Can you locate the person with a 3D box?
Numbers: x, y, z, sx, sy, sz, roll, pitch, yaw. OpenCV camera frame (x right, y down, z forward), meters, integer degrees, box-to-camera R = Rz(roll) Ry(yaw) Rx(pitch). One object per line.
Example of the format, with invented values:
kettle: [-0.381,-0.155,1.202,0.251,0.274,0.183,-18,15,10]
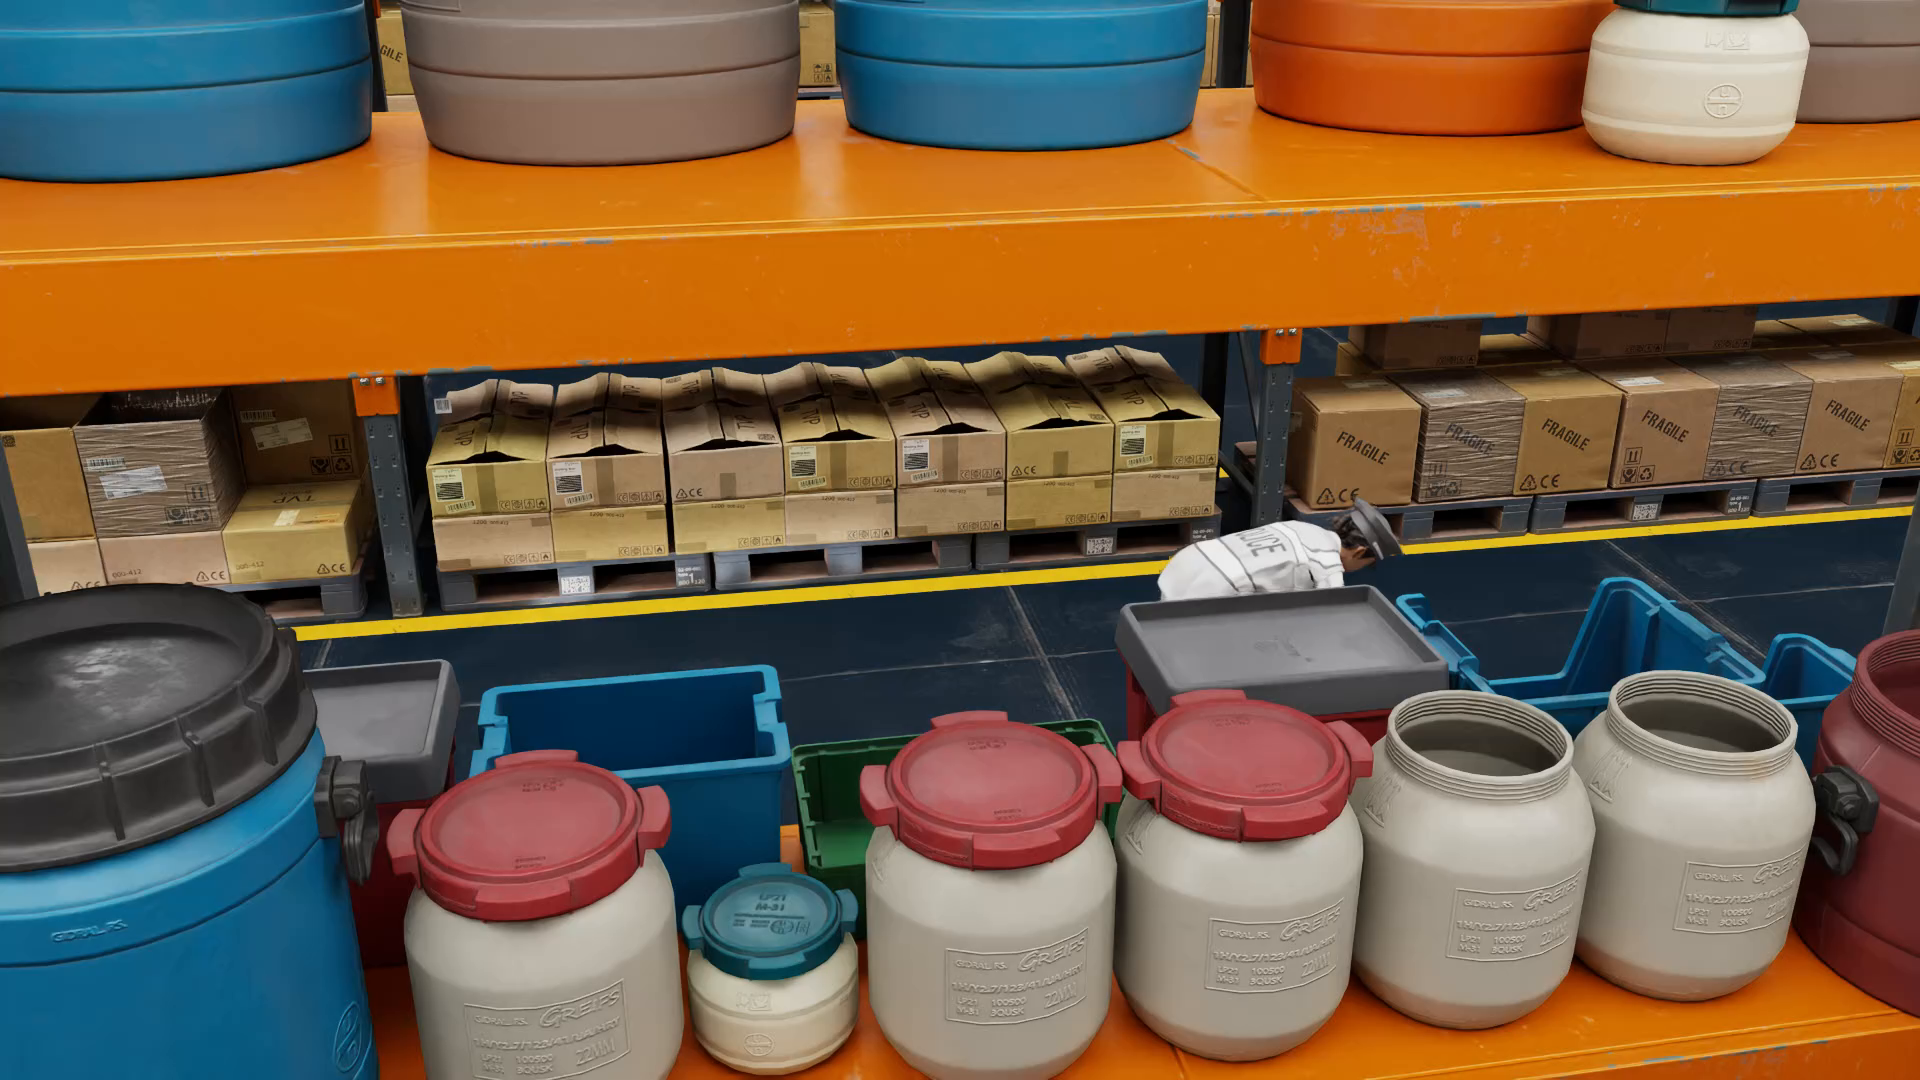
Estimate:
person: [1.177,0.351,6.142,0.916,0.989,0.452,-5,24,-12]
